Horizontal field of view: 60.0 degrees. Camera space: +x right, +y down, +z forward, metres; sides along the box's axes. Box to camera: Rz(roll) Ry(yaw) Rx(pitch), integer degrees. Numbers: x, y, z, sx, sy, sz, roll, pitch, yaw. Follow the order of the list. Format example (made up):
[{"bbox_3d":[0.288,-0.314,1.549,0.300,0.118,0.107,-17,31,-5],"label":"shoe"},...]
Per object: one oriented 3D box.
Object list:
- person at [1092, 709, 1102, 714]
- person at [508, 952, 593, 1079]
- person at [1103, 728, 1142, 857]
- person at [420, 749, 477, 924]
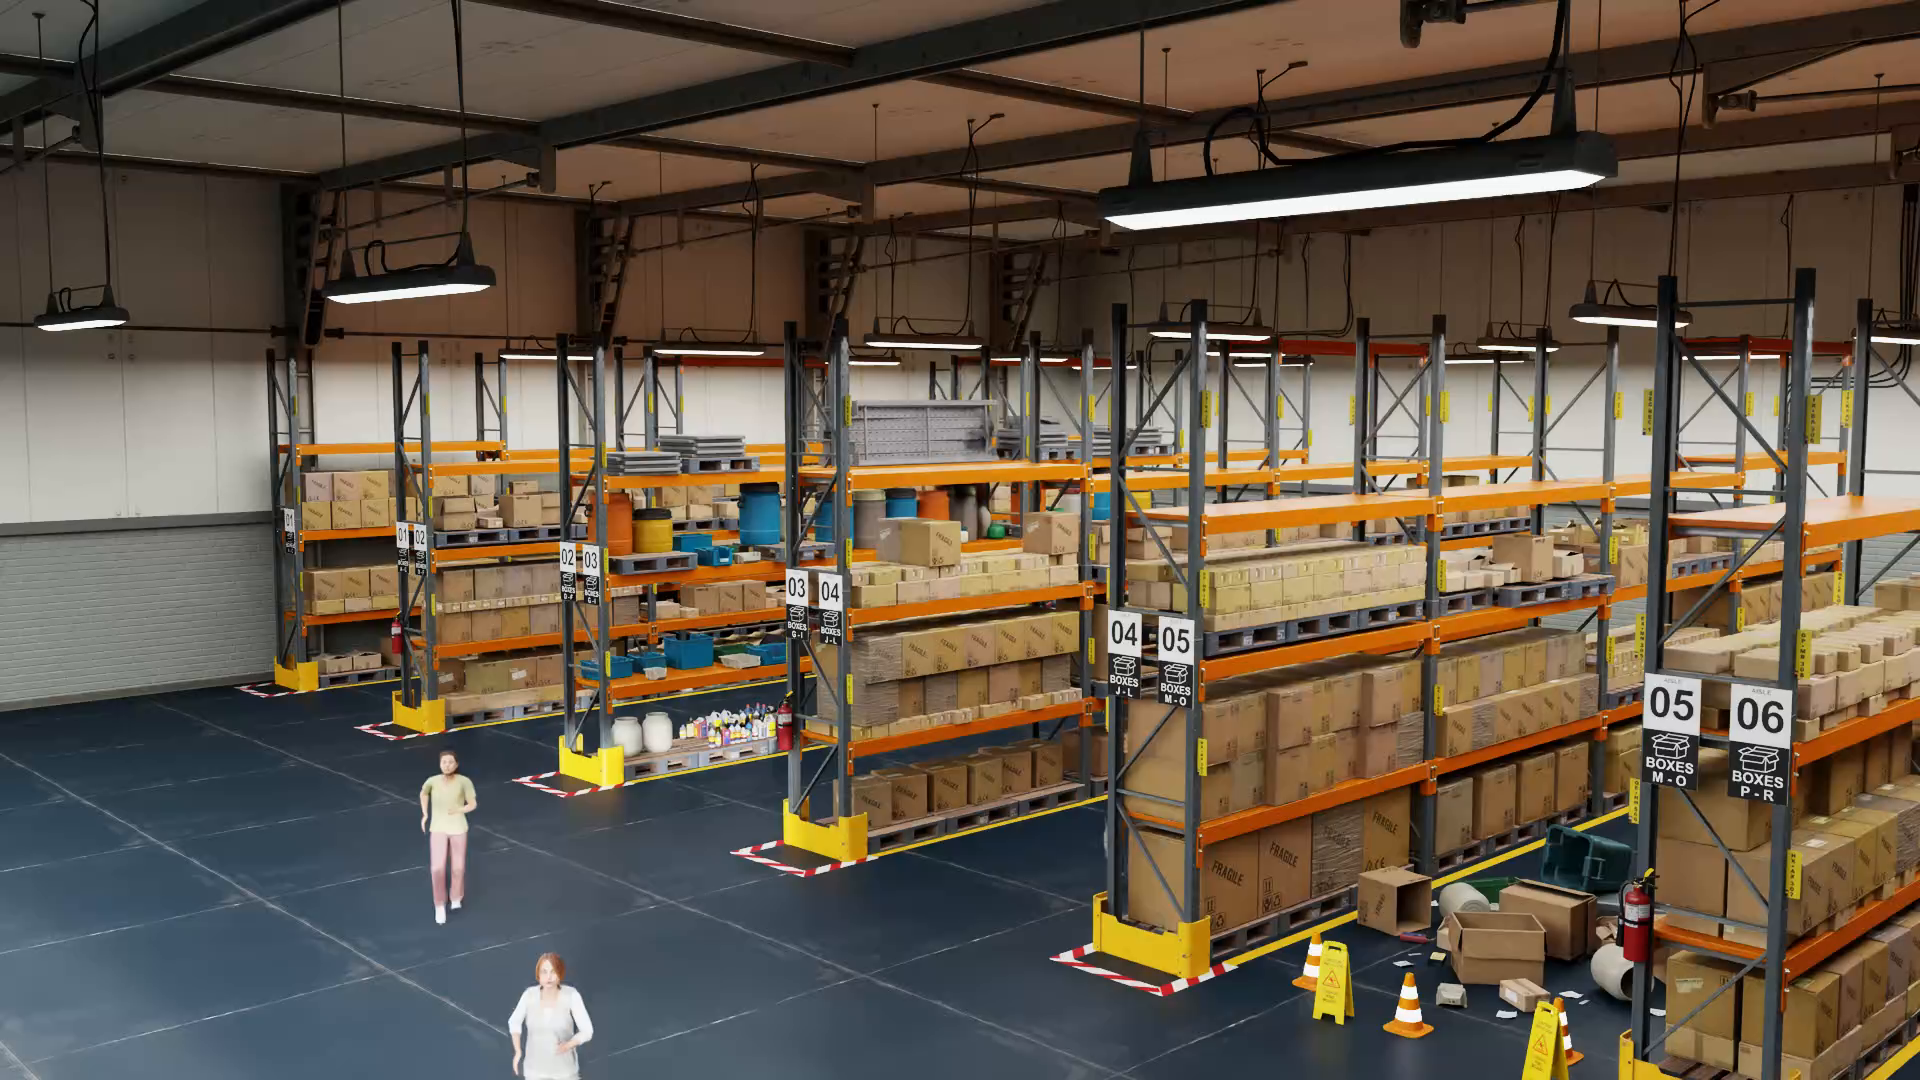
[{"bbox_3d":[2.237,1.756,25.802,0.700,1.783,0.887,4,6,37],"label":"person"},{"bbox_3d":[-2.653,3.442,10.785,0.547,1.570,0.822,-1,5,-10],"label":"person"},{"bbox_3d":[1.762,2.824,17.445,0.531,1.721,0.738,3,6,30],"label":"person"},{"bbox_3d":[-5.051,2.912,16.435,0.548,1.696,0.698,-1,5,-15],"label":"person"}]
